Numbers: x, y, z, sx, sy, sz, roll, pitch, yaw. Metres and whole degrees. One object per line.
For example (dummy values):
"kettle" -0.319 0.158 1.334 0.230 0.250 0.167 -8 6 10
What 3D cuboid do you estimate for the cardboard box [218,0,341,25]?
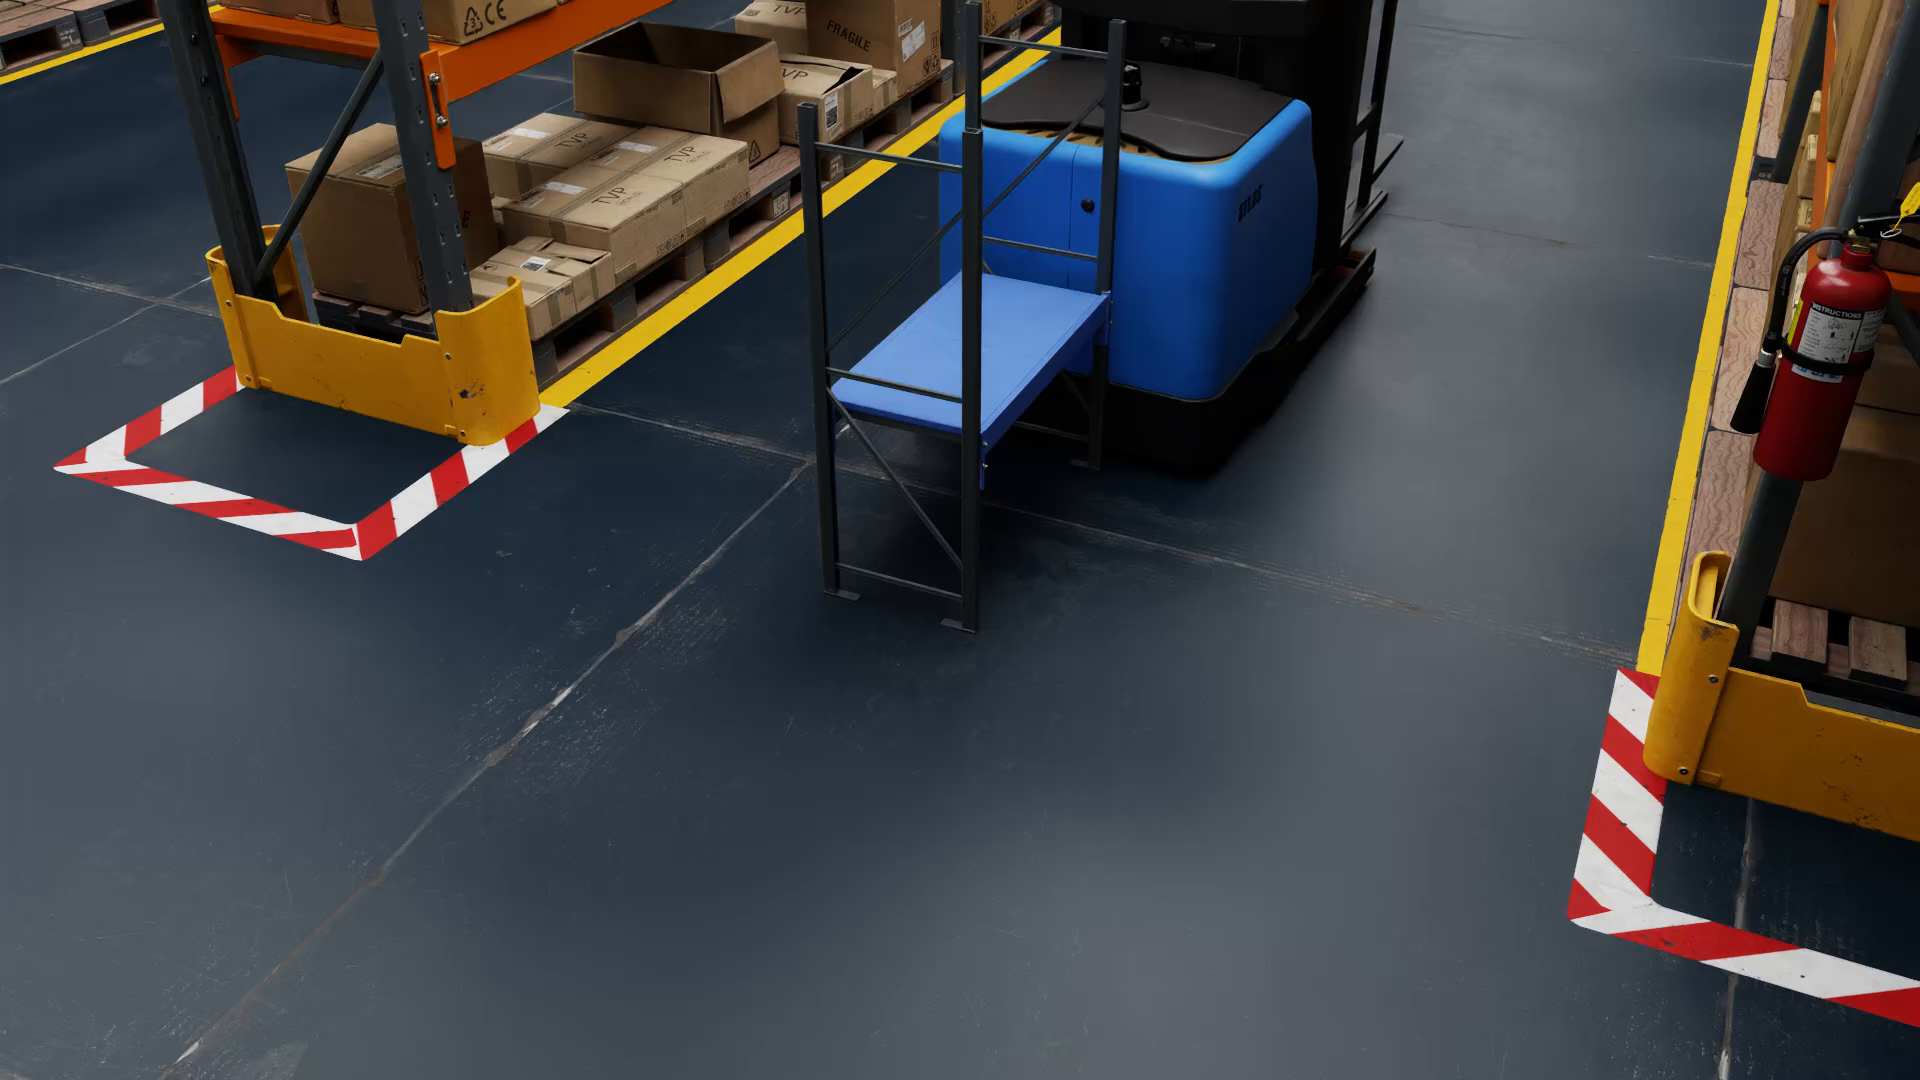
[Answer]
"cardboard box" -2.177 -2.075 5.588 0.500 0.500 0.500 15 36 22

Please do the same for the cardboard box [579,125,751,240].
"cardboard box" -1.214 -1.486 6.887 0.500 0.250 0.500 14 36 20

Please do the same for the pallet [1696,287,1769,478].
"pallet" 3.159 -0.469 5.772 1.003 0.211 1.213 14 36 20

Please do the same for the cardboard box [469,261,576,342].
"cardboard box" -1.630 -0.869 6.039 0.380 0.149 0.250 14 36 20

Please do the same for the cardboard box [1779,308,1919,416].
"cardboard box" 2.474 -0.492 4.570 0.380 0.149 0.250 14 36 20

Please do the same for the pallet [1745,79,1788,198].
"pallet" 4.312 -1.841 7.865 1.003 0.211 1.213 14 36 20

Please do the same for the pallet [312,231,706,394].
"pallet" -1.753 -1.017 6.608 1.003 0.211 1.213 14 36 20

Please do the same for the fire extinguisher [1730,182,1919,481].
"fire extinguisher" 1.902 -0.456 3.620 0.296 0.674 0.183 14 36 20

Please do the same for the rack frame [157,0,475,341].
"rack frame" -2.117 -1.748 5.180 1.000 3.000 0.127 14 36 20

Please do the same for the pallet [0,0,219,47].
"pallet" -5.213 -3.337 10.147 1.003 0.211 1.213 14 36 20

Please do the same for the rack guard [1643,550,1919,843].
"rack guard" 2.374 0.444 4.117 1.175 0.500 0.348 14 36 20

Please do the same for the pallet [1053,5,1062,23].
"pallet" 0.372 -3.597 10.544 1.003 0.211 1.213 14 36 20

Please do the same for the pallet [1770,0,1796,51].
"pallet" 5.333 -3.056 9.718 1.003 0.211 1.213 14 36 20

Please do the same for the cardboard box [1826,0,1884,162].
"cardboard box" 2.882 -1.360 4.315 0.980 0.700 0.700 14 36 20

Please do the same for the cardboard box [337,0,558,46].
"cardboard box" -1.692 -1.950 5.397 0.500 0.500 0.500 15 36 21

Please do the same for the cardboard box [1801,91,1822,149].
"cardboard box" 3.342 -1.529 6.152 0.380 0.149 0.250 15 36 22

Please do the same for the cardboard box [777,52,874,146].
"cardboard box" -0.738 -2.077 7.733 0.500 0.311 0.500 14 36 20

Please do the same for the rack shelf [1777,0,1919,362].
"rack shelf" 3.221 -1.309 5.166 1.077 0.370 4.000 14 36 20

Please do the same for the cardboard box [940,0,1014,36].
"cardboard box" -0.020 -3.064 9.065 0.500 0.500 0.500 13 35 18

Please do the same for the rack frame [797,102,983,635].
"rack frame" -0.177 -0.416 4.517 0.500 1.500 0.032 14 36 20

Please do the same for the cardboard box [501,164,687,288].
"cardboard box" -1.423 -1.237 6.507 0.500 0.250 0.500 14 36 20

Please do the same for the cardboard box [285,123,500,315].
"cardboard box" -2.113 -1.214 6.244 0.500 0.500 0.500 14 36 20

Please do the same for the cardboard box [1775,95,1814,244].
"cardboard box" 3.651 -1.387 6.526 0.700 0.500 0.500 15 36 21

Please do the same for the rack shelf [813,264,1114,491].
"rack shelf" 0.036 -0.519 5.002 0.538 0.185 1.000 14 36 20

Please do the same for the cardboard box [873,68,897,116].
"cardboard box" -0.527 -2.182 8.042 0.380 0.149 0.250 14 36 20

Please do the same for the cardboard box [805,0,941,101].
"cardboard box" -0.424 -2.530 8.251 0.500 0.500 0.500 14 36 20

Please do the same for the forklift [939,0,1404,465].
"forklift" 1.047 -2.259 6.022 1.130 2.935 3.031 16 37 23

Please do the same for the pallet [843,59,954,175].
"pallet" -0.732 -2.232 8.462 1.003 0.211 1.213 14 36 20

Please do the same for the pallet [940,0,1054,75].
"pallet" -0.138 -2.988 9.614 1.003 0.211 1.213 14 36 20

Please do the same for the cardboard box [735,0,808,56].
"cardboard box" -0.816 -2.640 8.592 0.500 0.311 0.500 14 36 20

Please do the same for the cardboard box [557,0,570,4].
"cardboard box" -1.481 -2.208 5.791 0.500 0.500 0.500 14 36 20

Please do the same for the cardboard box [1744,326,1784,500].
"cardboard box" 2.795 -0.364 4.967 0.700 0.500 0.500 14 36 20

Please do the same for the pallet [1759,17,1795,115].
"pallet" 4.821 -2.451 8.795 1.003 0.211 1.213 14 36 20

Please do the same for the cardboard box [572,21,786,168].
"cardboard box" -1.225 -1.943 7.353 0.797 0.503 0.637 14 36 20

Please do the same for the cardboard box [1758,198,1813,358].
"cardboard box" 3.221 -0.882 5.757 0.700 0.500 0.500 15 36 22

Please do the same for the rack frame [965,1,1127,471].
"rack frame" 0.248 -0.923 5.290 0.500 1.500 0.032 14 36 20

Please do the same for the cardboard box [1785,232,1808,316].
"cardboard box" 3.005 -0.615 5.349 0.700 0.500 0.500 13 35 19

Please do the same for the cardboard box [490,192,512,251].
"cardboard box" -1.862 -1.255 6.612 0.380 0.166 0.250 14 36 20

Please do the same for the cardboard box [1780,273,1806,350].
"cardboard box" 2.580 -0.620 4.765 0.380 0.149 0.250 15 36 22

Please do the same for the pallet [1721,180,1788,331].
"pallet" 3.668 -1.079 6.702 1.003 0.211 1.213 14 36 20

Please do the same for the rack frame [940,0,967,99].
"rack frame" -0.444 -3.740 8.218 1.000 3.000 0.127 14 36 20

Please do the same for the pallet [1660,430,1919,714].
"pallet" 2.647 0.137 4.849 1.003 0.211 1.213 14 36 20

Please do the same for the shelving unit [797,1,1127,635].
"shelving unit" 0.036 -0.670 4.904 0.538 1.500 1.048 14 36 20

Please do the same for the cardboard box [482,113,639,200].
"cardboard box" -1.689 -1.576 7.024 0.500 0.250 0.500 14 36 20

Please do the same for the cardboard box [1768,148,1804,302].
"cardboard box" 3.438 -1.137 6.146 0.700 0.500 0.500 14 36 20

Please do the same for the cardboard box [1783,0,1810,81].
"cardboard box" 4.580 -2.679 8.178 0.750 0.750 0.750 15 36 22

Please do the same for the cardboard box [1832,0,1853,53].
"cardboard box" 3.210 -1.738 4.891 0.980 0.700 0.700 12 35 18

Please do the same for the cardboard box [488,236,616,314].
"cardboard box" -1.525 -1.001 6.224 0.380 0.166 0.250 14 36 20

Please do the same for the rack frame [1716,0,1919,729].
"rack frame" 2.384 -0.613 3.450 1.000 3.000 0.127 14 36 20

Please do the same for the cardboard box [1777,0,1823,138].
"cardboard box" 4.211 -2.236 7.501 0.750 0.750 0.750 15 36 21

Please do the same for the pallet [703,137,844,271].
"pallet" -1.241 -1.622 7.532 1.003 0.211 1.213 14 36 20

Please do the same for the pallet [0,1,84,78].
"pallet" -5.722 -2.727 9.217 1.003 0.211 1.213 14 36 20

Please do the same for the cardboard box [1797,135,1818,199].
"cardboard box" 3.124 -1.269 5.755 0.380 0.149 0.250 13 35 19

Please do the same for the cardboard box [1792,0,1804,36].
"cardboard box" 4.932 -3.103 8.825 0.750 0.750 0.750 14 36 20

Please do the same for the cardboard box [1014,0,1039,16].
"cardboard box" 0.193 -3.332 9.474 0.500 0.500 0.500 15 36 21

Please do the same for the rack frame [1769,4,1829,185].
"rack frame" 4.057 -2.605 6.488 1.000 3.000 0.127 14 36 20

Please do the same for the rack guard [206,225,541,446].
"rack guard" -2.085 -0.740 5.923 1.175 0.500 0.348 14 36 20

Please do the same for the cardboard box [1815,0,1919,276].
"cardboard box" 2.588 -0.995 3.758 0.980 0.700 0.700 16 36 23

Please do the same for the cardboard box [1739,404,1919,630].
"cardboard box" 2.586 -0.115 4.587 0.700 0.500 0.500 14 36 20

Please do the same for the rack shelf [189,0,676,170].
"rack shelf" -1.280 -2.443 6.896 1.077 0.370 4.000 14 36 20
